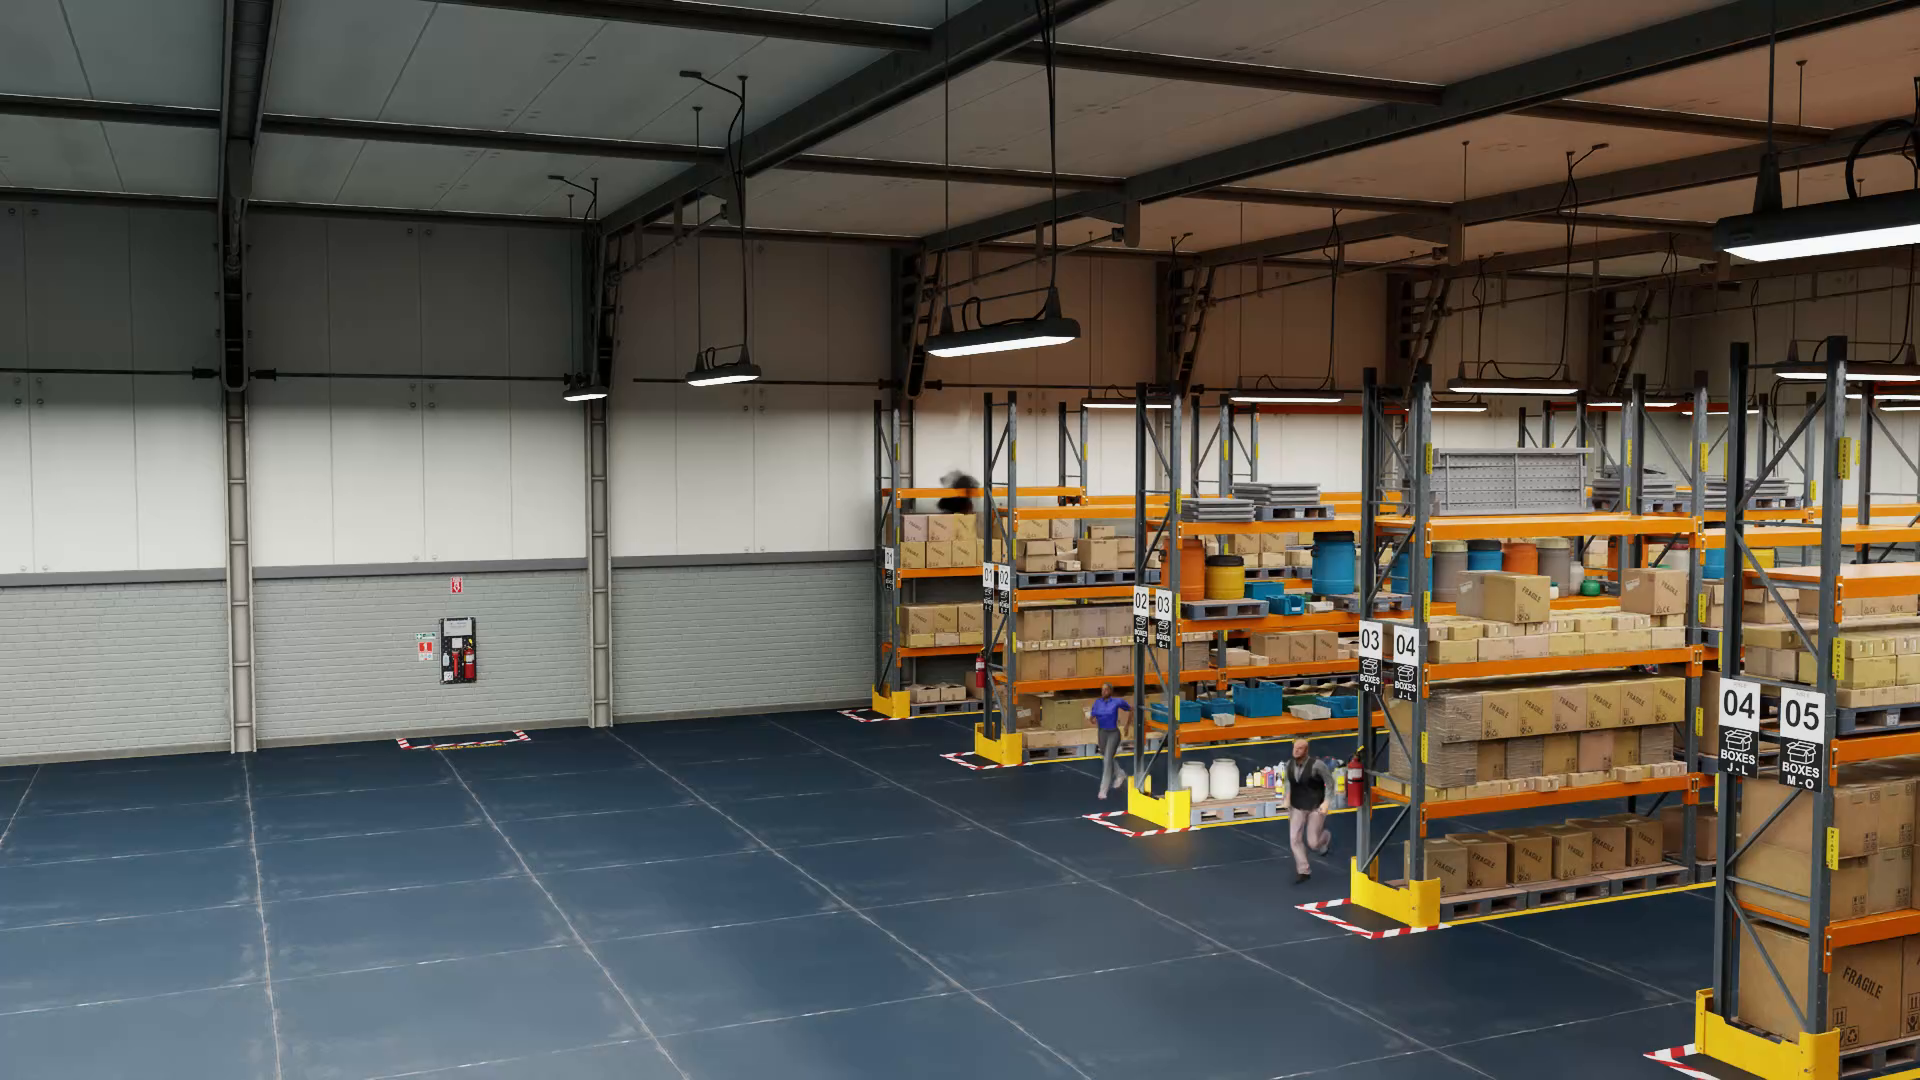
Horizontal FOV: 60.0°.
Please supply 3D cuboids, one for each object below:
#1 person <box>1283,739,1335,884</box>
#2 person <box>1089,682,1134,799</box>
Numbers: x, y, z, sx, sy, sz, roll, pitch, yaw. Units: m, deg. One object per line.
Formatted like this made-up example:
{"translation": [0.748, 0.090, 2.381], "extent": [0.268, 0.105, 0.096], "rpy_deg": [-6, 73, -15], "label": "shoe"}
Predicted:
{"translation": [4.162, 3.197, 19.791], "extent": [0.675, 1.701, 0.804], "rpy_deg": [3, 4, 39], "label": "person"}
{"translation": [2.215, 2.947, 24.447], "extent": [0.597, 1.721, 0.825], "rpy_deg": [2, 4, 34], "label": "person"}
